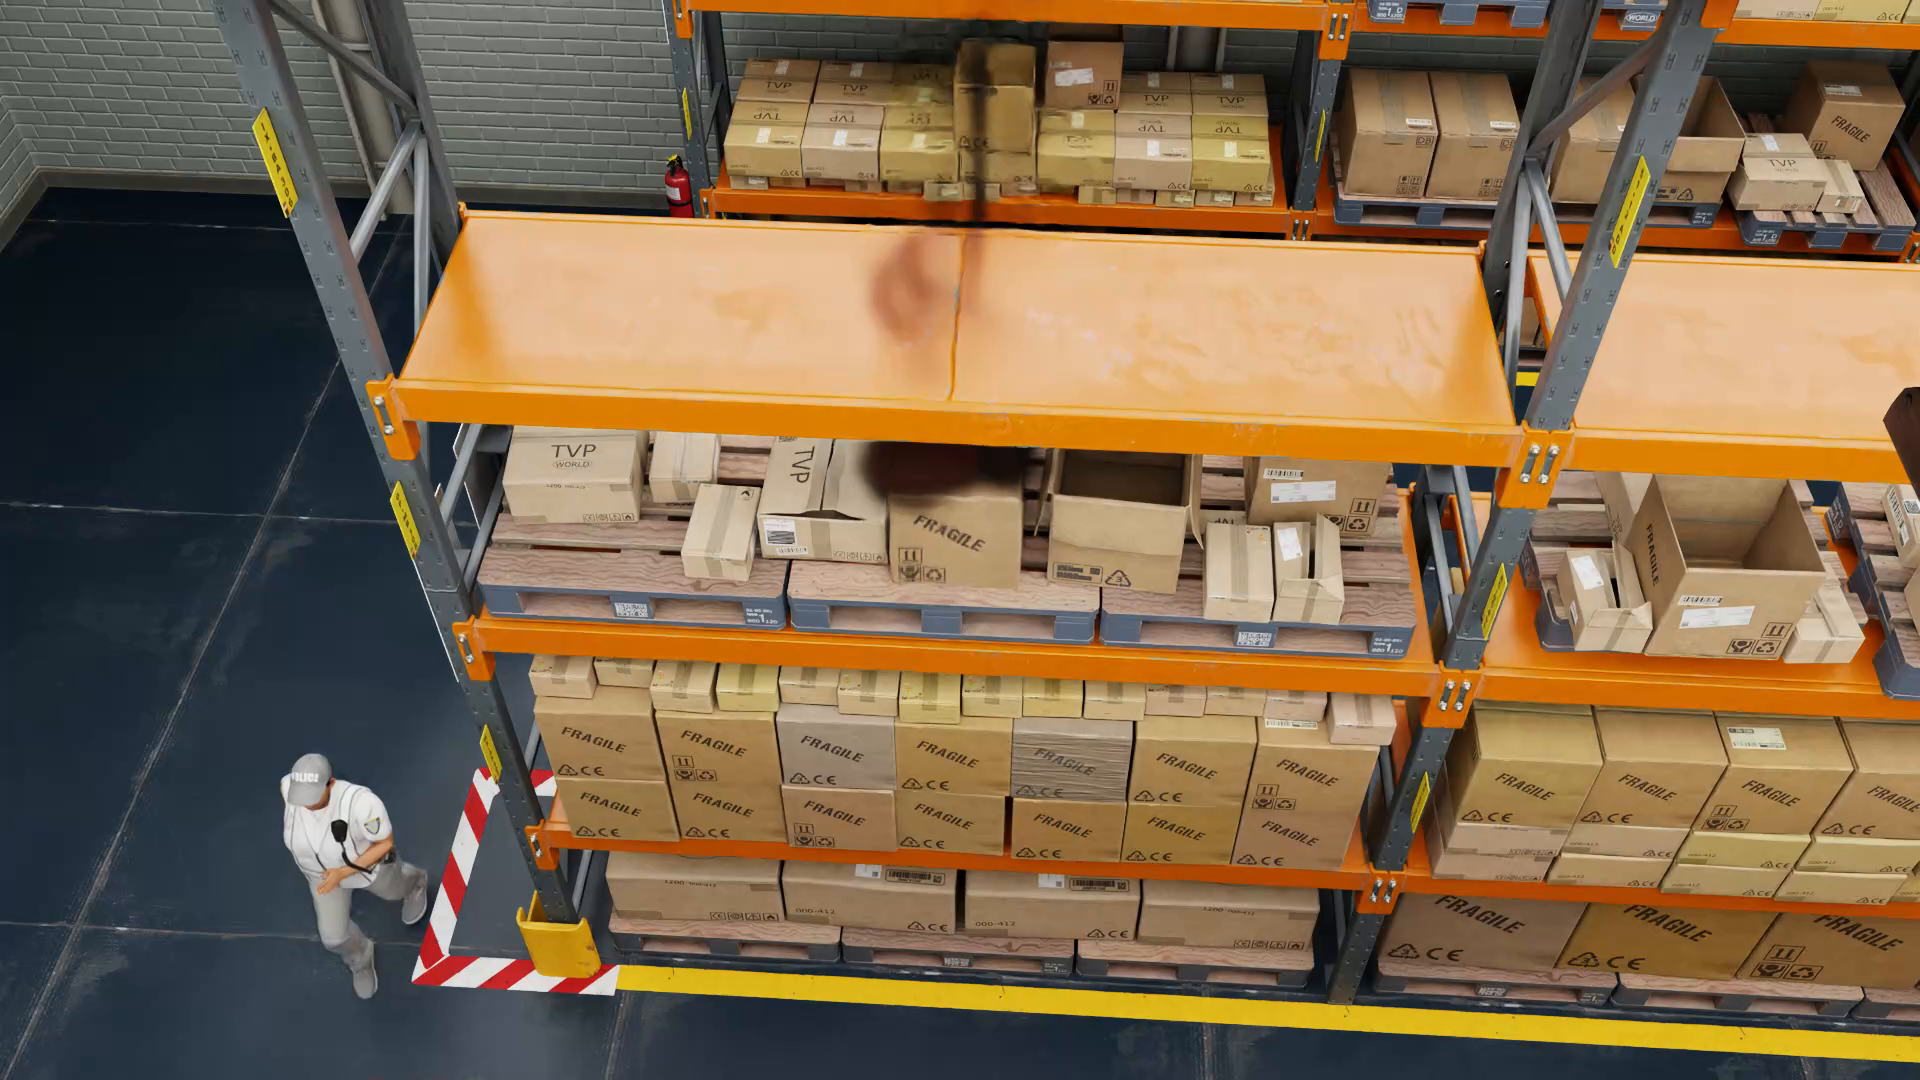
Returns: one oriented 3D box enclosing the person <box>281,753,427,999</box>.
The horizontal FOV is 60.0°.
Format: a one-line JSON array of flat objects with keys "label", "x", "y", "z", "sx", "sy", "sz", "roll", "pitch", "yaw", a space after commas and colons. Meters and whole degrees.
[{"label": "person", "x": -2.988, "y": 1.592, "z": 8.193, "sx": 0.577, "sy": 1.731, "sz": 0.749, "roll": -1, "pitch": 48, "yaw": -1}]
